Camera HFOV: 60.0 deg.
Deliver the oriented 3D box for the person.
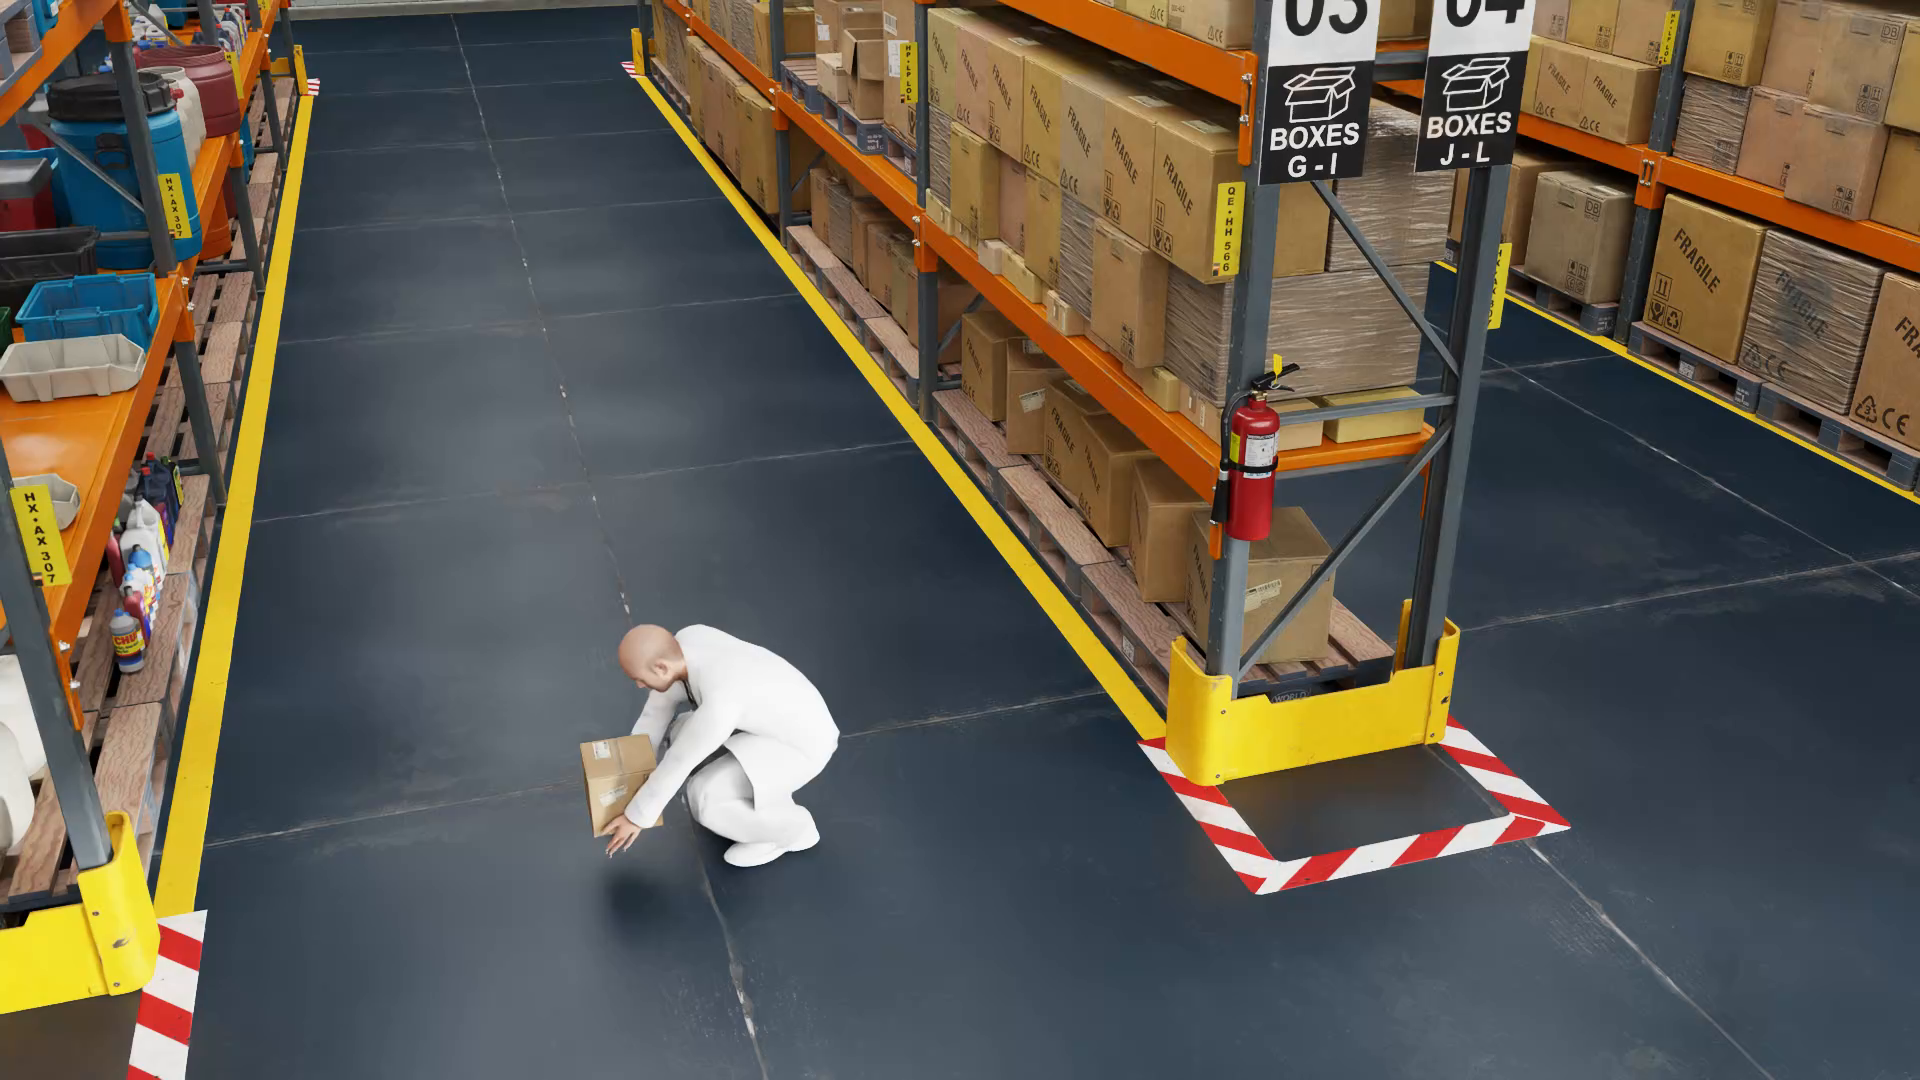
[{"bbox_3d":[-0.901,0.695,6.099,0.920,1.002,0.585,-8,27,-17],"label":"person"}]
